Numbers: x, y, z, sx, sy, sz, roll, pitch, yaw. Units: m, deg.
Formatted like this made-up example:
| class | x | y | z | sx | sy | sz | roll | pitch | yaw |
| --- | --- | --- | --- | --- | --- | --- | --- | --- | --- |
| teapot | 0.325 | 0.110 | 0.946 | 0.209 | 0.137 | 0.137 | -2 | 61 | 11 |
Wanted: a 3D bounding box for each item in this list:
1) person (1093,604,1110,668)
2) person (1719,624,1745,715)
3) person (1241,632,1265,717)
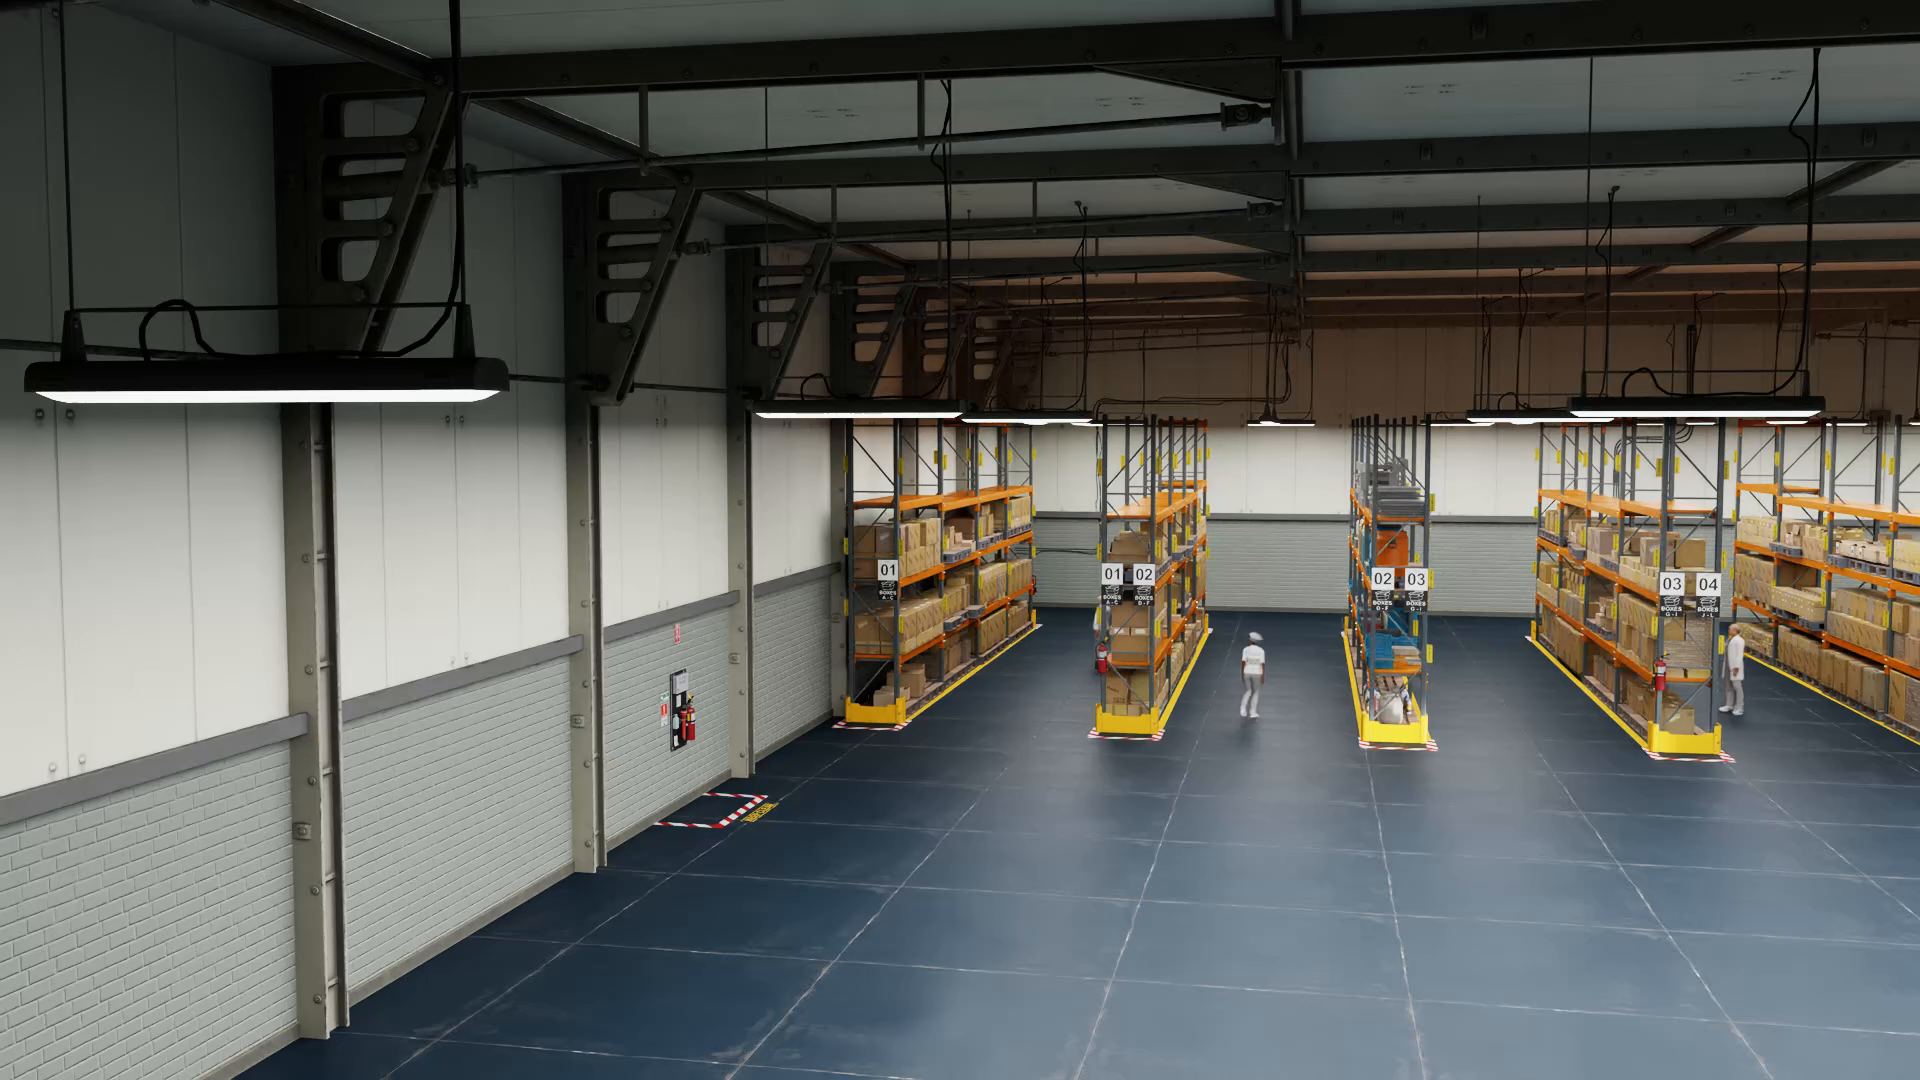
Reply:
| class | x | y | z | sx | sy | sz | roll | pitch | yaw |
| --- | --- | --- | --- | --- | --- | --- | --- | --- | --- |
| person | 3.403 | 2.197 | 40.058 | 0.465 | 1.797 | 0.581 | 2 | 4 | 25 |
| person | 15.617 | 2.594 | 33.582 | 0.381 | 1.799 | 0.579 | -1 | 4 | -15 |
| person | 5.810 | 2.675 | 32.898 | 0.438 | 1.685 | 0.442 | 4 | 5 | 44 |
